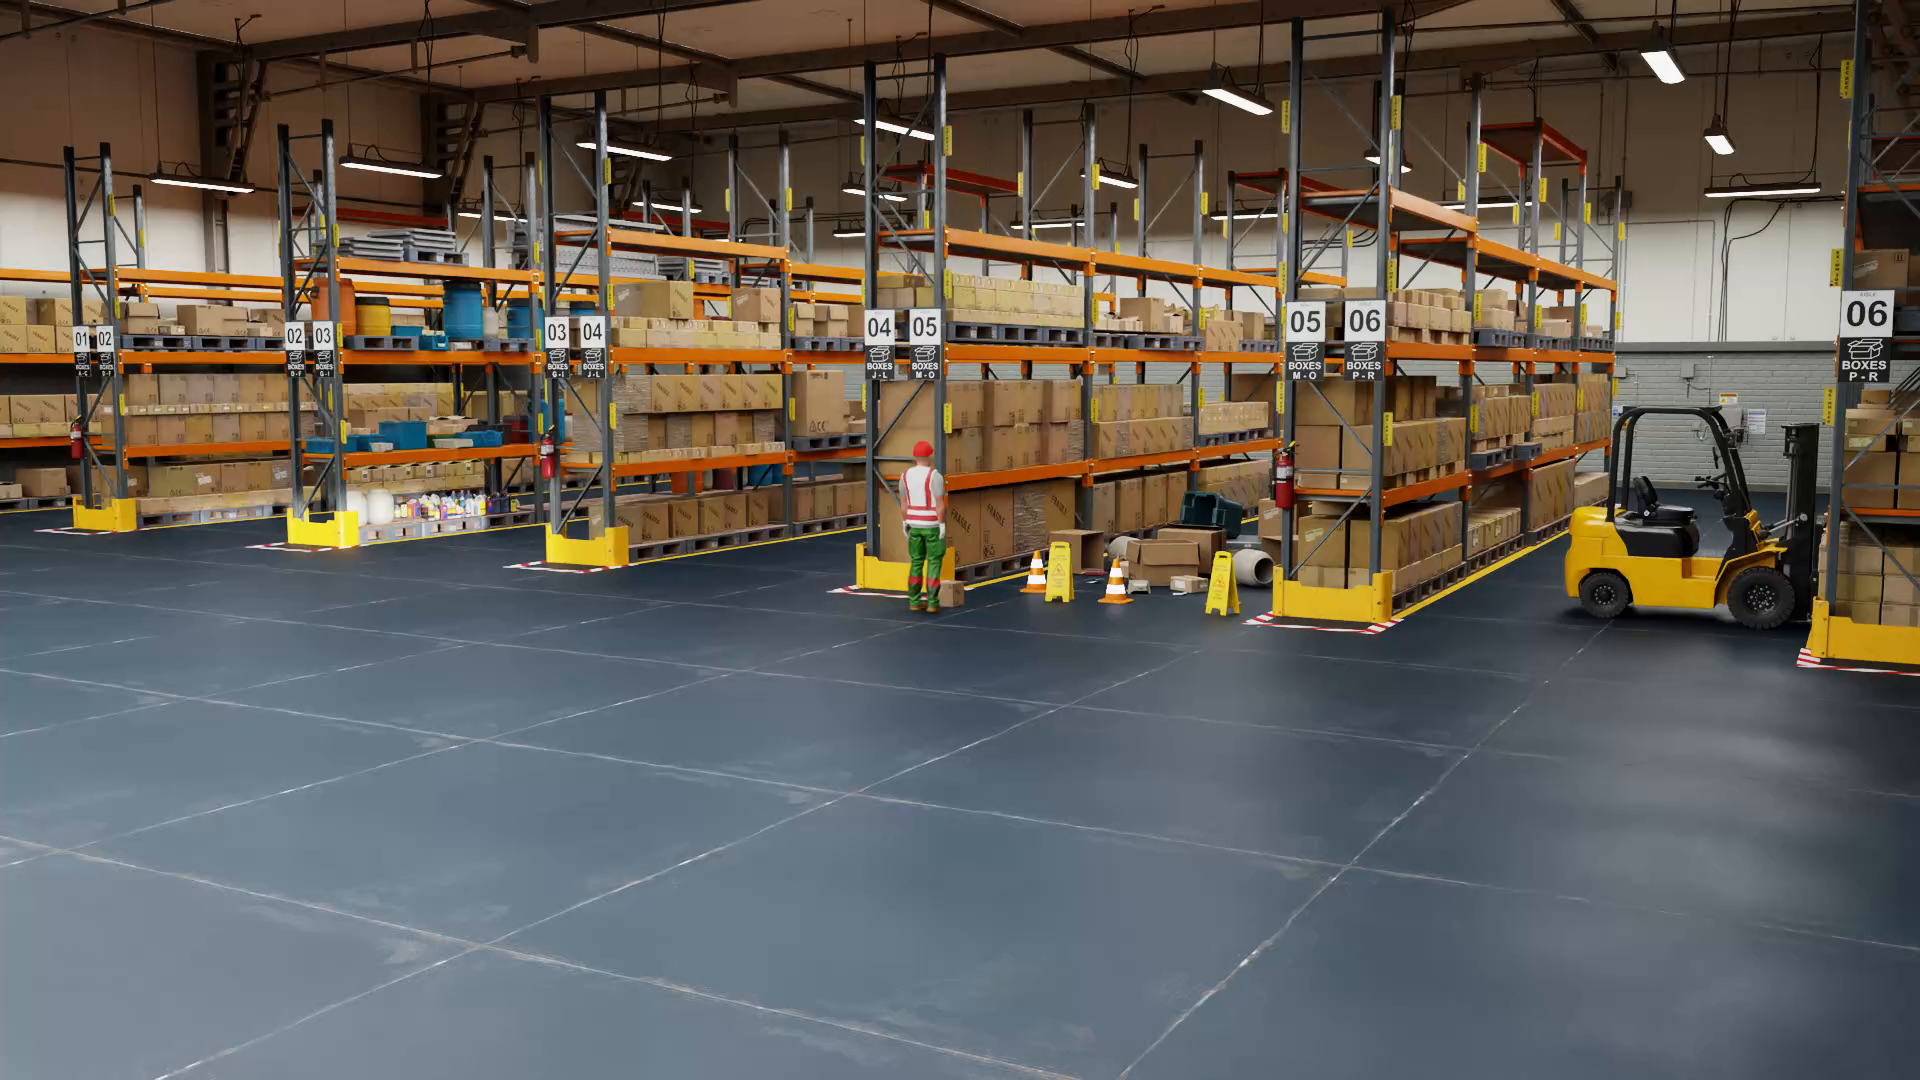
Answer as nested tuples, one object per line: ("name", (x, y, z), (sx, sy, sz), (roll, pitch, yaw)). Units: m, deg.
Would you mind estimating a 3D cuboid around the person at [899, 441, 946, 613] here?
("person", (-0.368, -0.119, 17.395), (0.525, 1.844, 0.356), (3, 7, 30))
